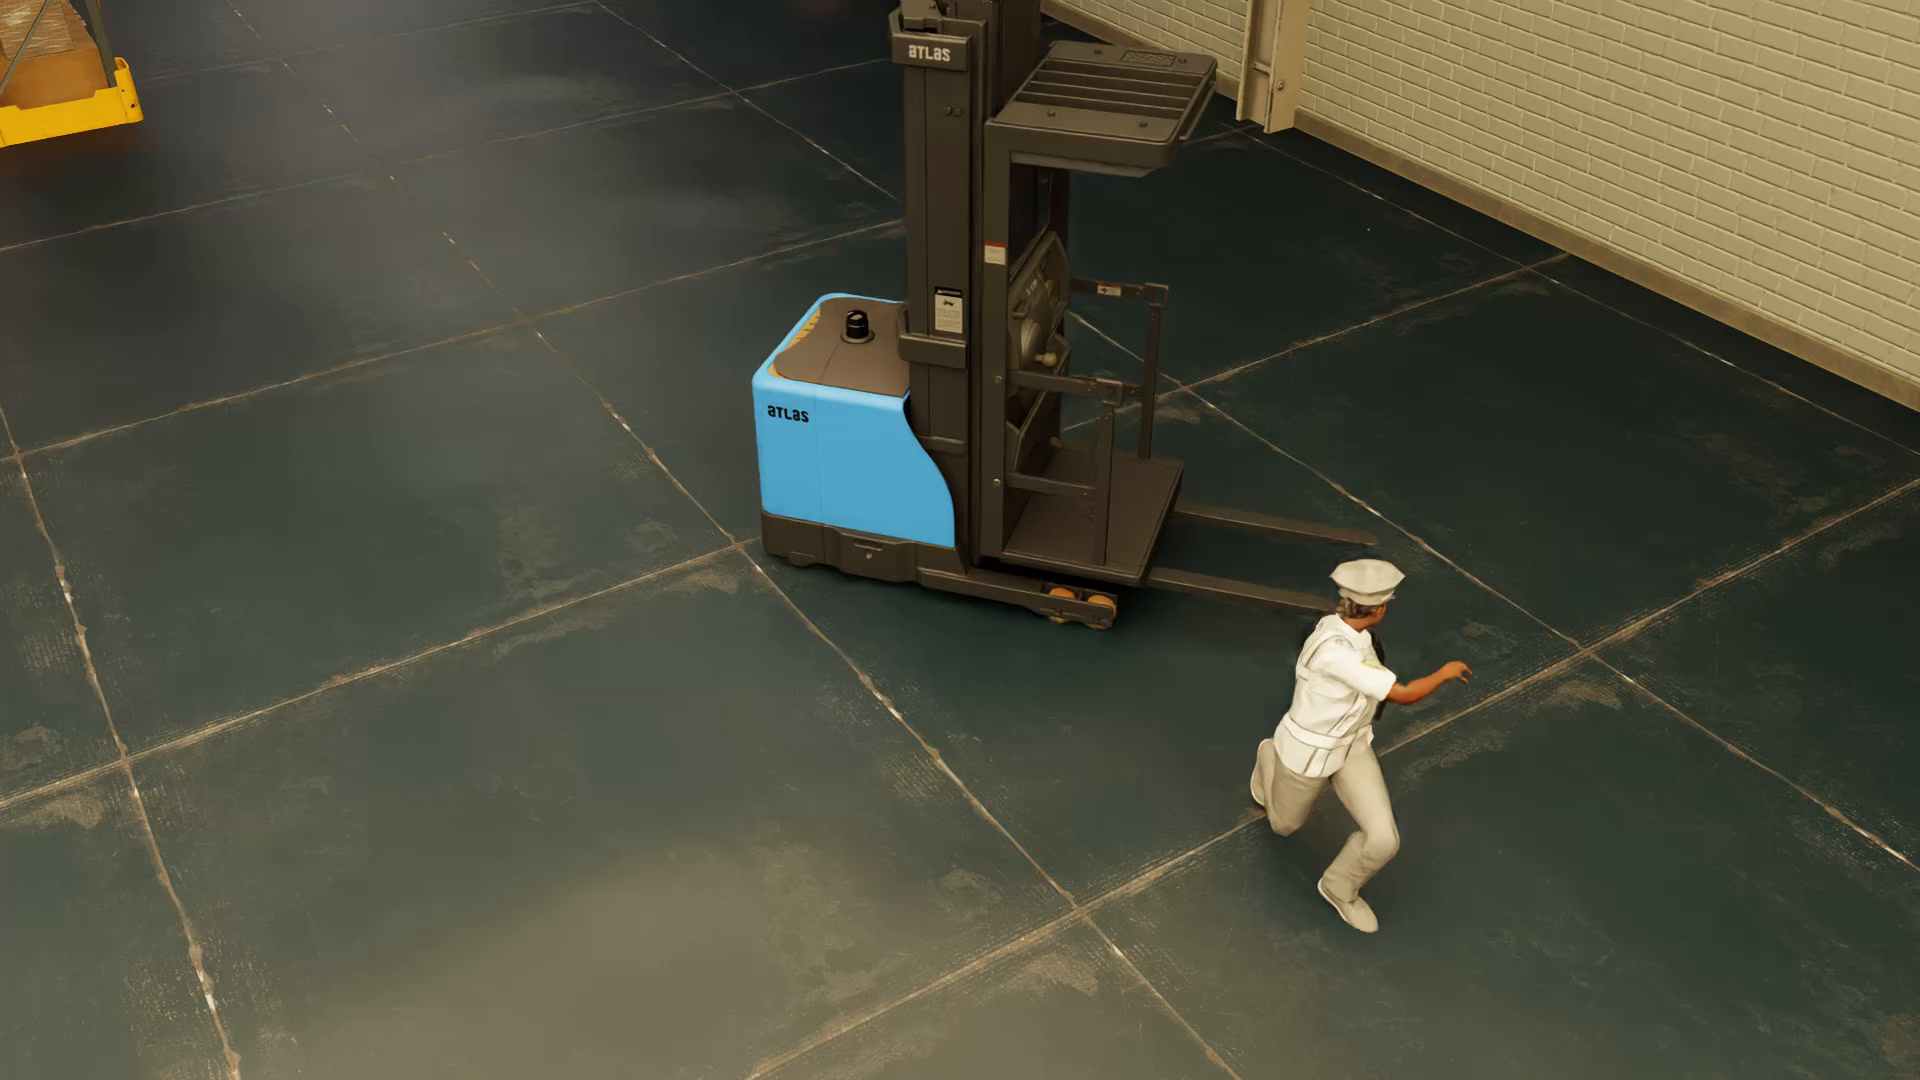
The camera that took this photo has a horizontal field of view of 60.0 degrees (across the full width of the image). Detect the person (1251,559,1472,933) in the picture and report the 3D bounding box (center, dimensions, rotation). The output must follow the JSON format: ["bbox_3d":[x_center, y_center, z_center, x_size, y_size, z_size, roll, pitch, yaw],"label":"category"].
[{"bbox_3d":[1.524,0.708,6.509,0.714,1.430,0.921,-18,39,-24],"label":"person"}]

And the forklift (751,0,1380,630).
[{"bbox_3d":[0.557,-1.107,7.723,3.031,2.935,1.130,10,36,14],"label":"forklift"}]
